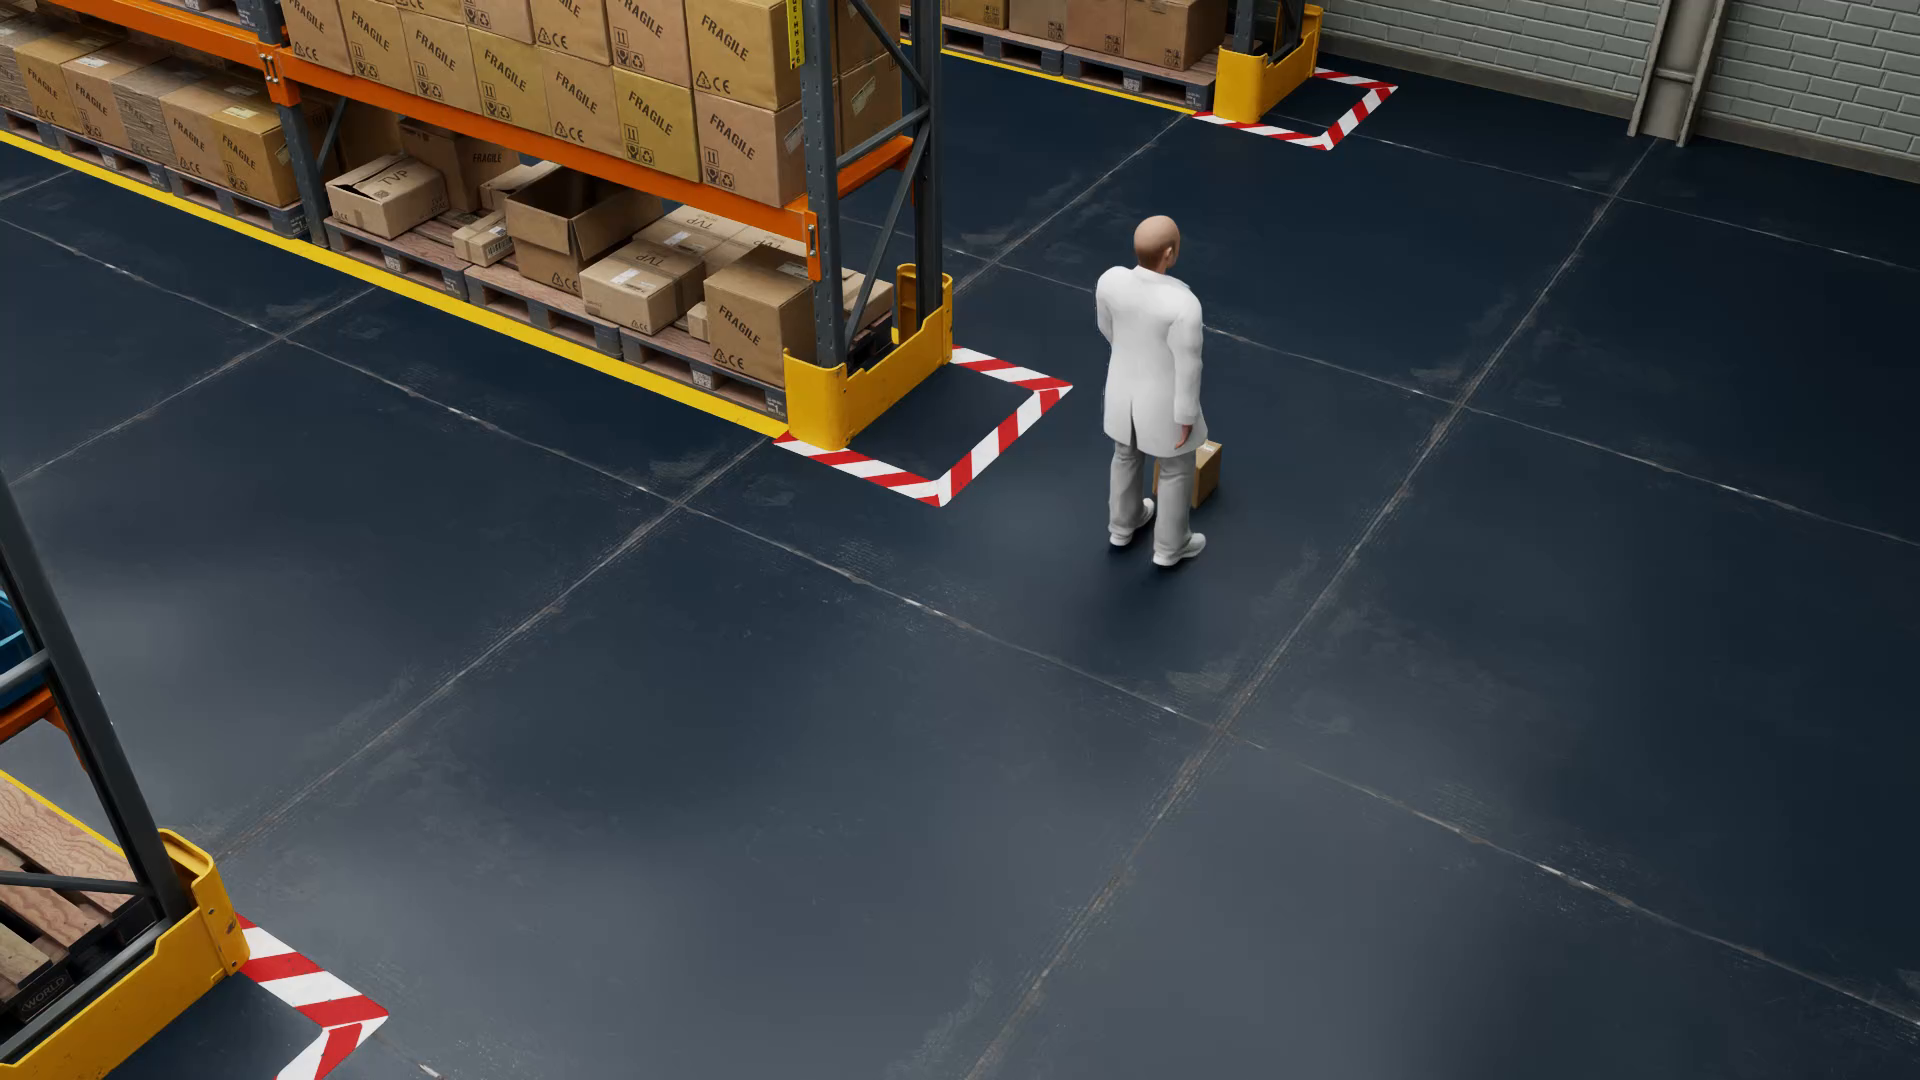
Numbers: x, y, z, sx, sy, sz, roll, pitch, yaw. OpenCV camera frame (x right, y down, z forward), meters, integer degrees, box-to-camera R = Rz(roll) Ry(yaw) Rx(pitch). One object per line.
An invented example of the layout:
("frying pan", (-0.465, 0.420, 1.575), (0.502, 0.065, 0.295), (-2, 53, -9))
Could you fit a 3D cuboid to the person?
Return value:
("person", (0.900, -0.680, 7.557), (0.592, 1.812, 0.493), (25, 45, 29))
